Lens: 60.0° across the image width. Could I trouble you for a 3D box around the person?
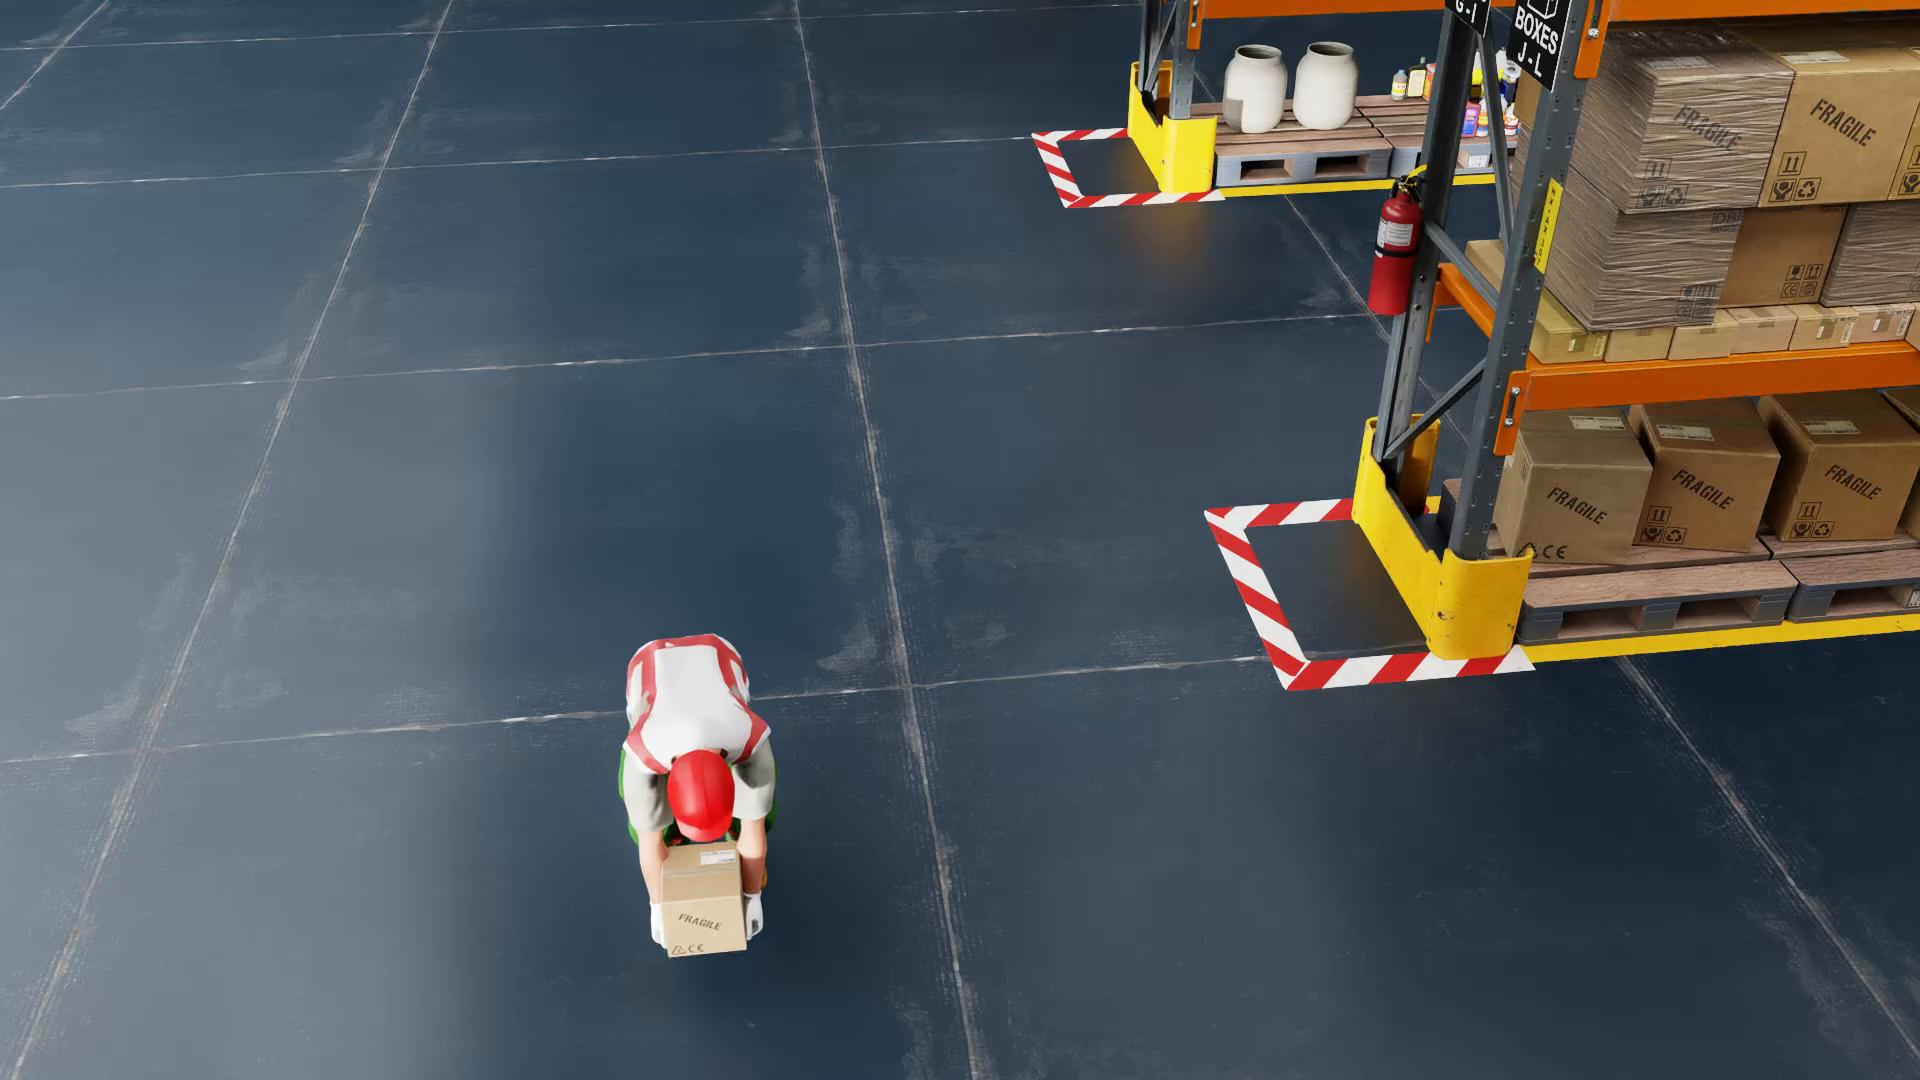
[{"bbox_3d":[-0.860,0.872,5.536,0.534,1.013,0.958,-6,35,-9],"label":"person"}]
